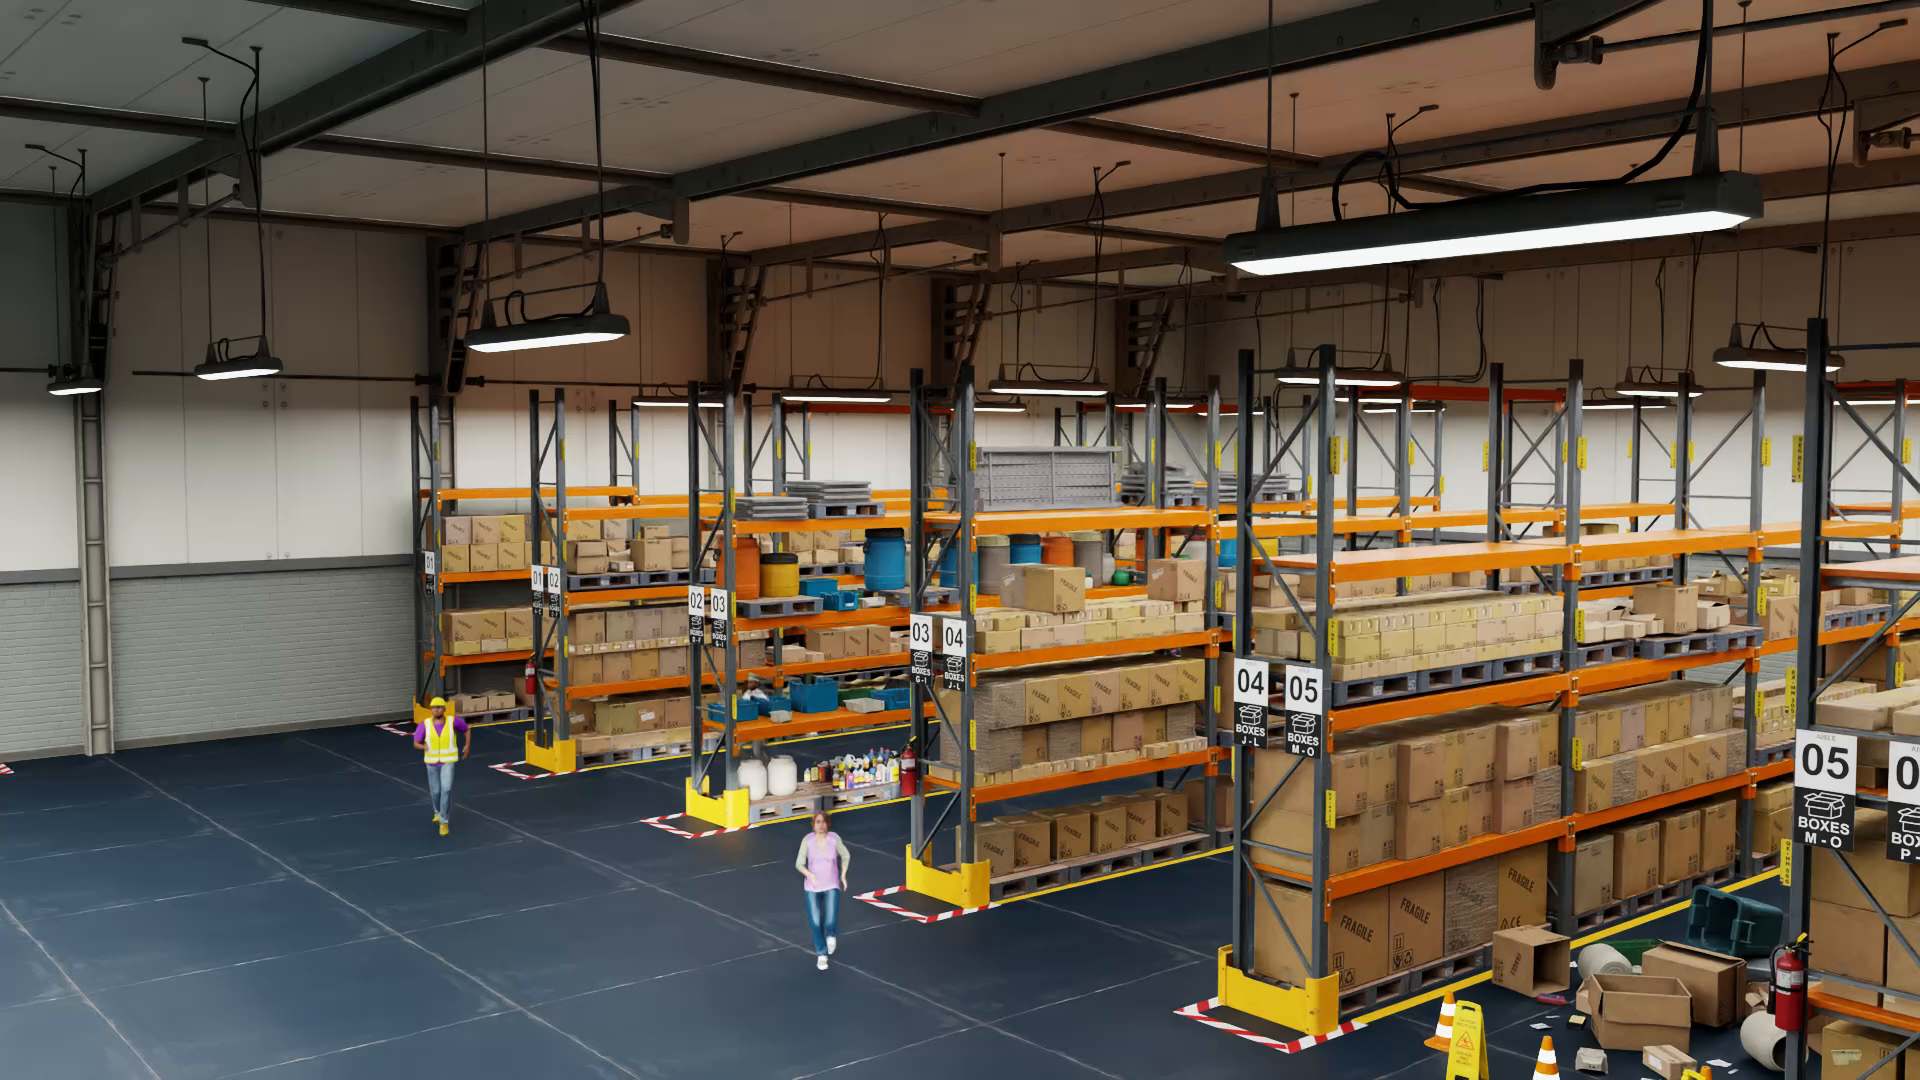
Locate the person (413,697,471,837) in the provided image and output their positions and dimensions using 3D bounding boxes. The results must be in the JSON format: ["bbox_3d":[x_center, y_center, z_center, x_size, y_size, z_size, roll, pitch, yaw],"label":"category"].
[{"bbox_3d":[-6.902,2.981,22.123,0.704,1.785,0.896,0,3,-8],"label":"person"}]

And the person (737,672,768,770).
[{"bbox_3d":[-3.160,2.838,25.152,0.546,1.695,0.676,3,4,38],"label":"person"}]

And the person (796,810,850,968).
[{"bbox_3d":[-1.344,3.427,16.287,0.531,1.561,0.536,0,3,-4],"label":"person"}]
